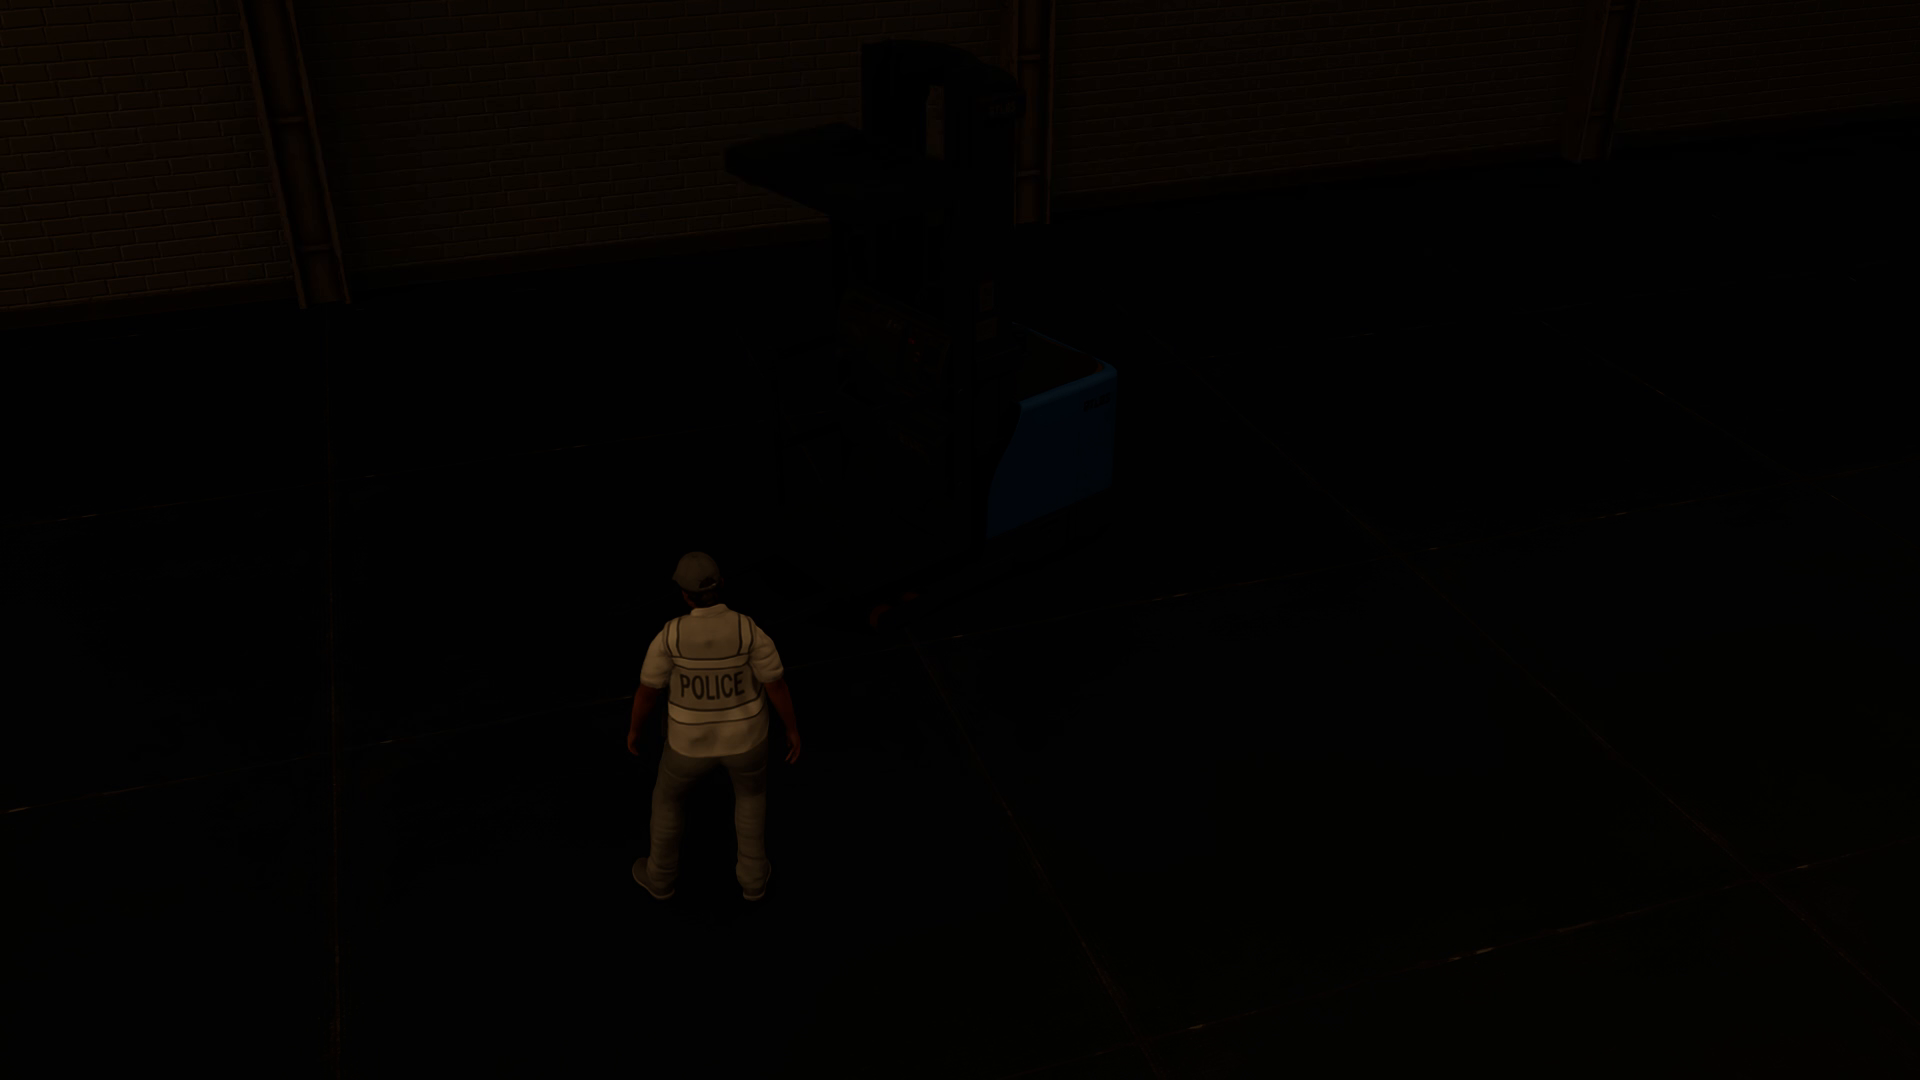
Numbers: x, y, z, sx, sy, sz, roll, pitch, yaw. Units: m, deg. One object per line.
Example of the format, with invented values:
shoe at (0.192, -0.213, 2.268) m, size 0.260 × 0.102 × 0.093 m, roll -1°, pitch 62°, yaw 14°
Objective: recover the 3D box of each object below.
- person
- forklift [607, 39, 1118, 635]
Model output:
person at (-1.059, 0.894, 7.021) m, size 0.769 × 1.455 × 0.400 m, roll -6°, pitch 30°, yaw -10°
forklift at (-0.522, -1.051, 8.913) m, size 3.031 × 2.935 × 1.130 m, roll -23°, pitch 37°, yaw -34°
